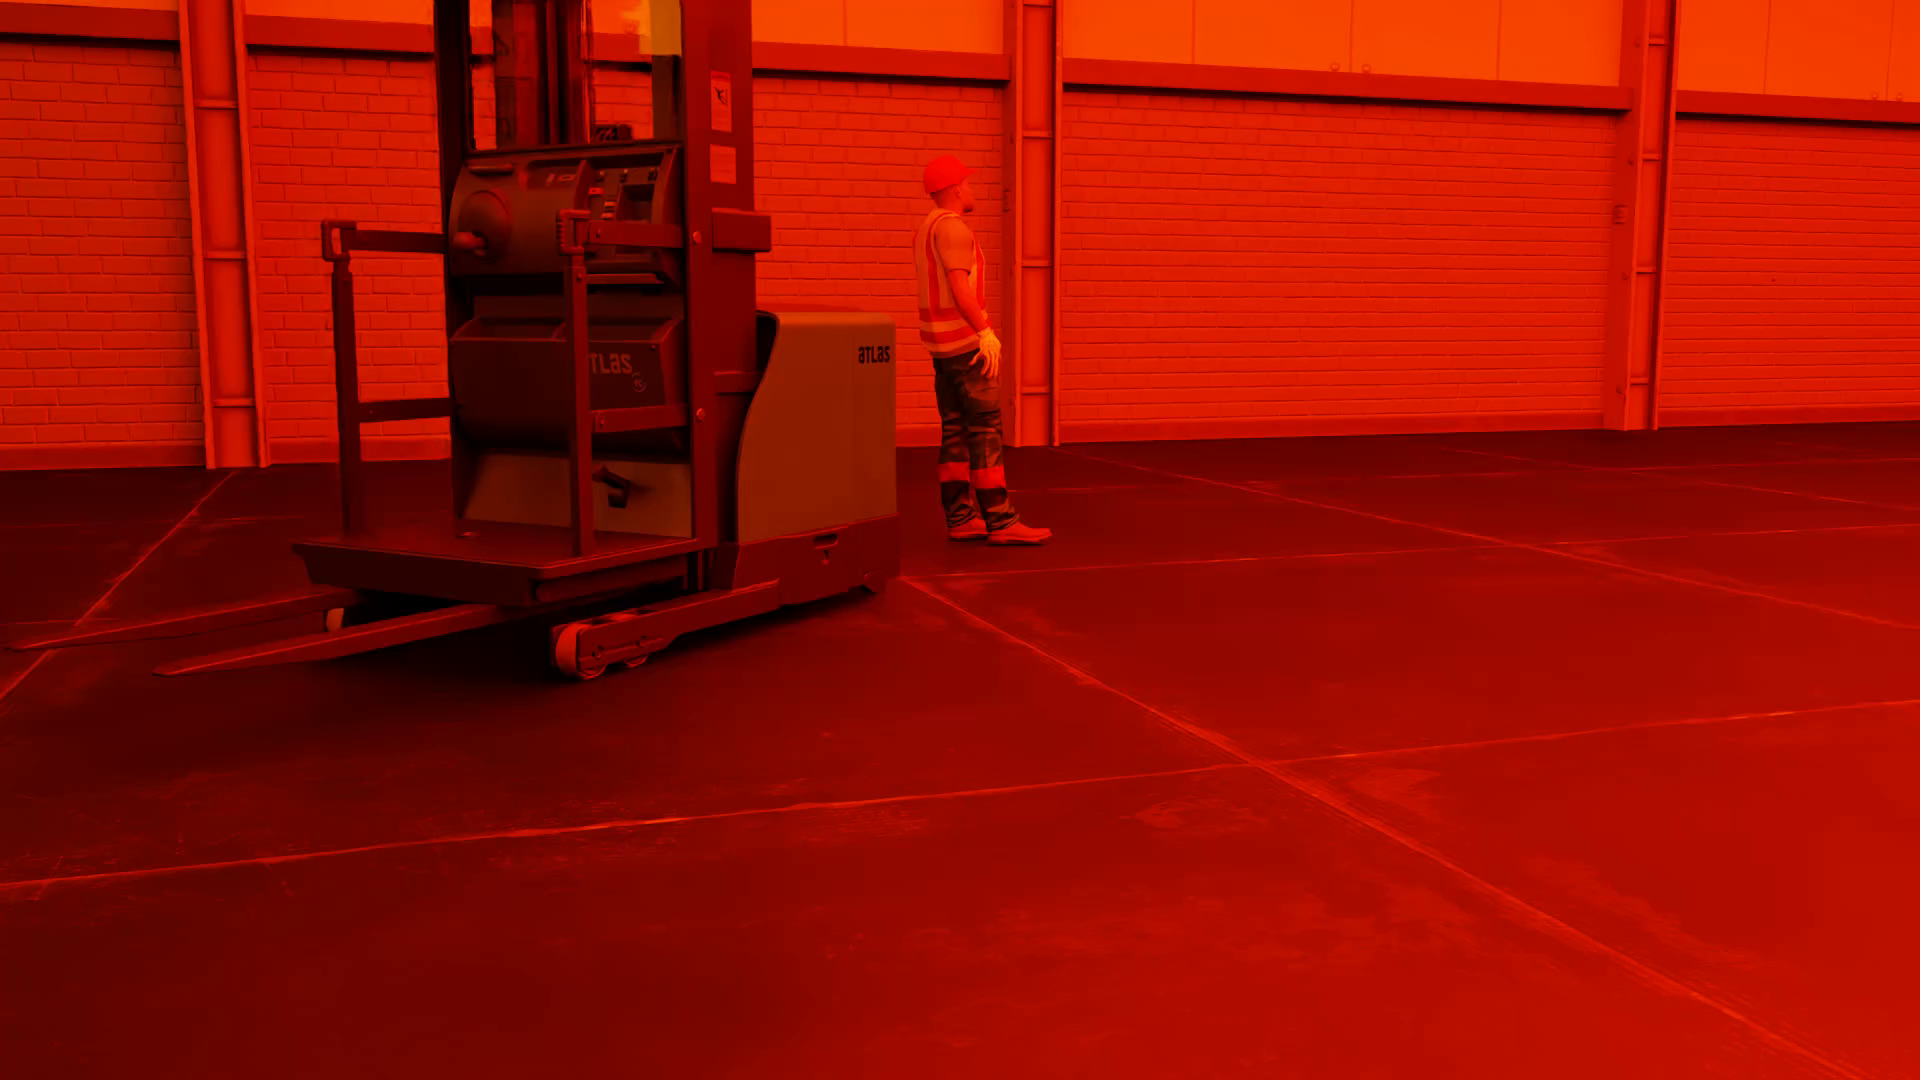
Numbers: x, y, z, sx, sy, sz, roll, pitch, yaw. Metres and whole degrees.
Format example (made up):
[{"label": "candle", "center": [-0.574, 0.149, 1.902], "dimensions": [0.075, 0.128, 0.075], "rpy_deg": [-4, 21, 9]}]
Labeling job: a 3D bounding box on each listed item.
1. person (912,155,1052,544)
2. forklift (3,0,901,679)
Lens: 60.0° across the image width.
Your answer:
[{"label": "person", "center": [0.079, -0.896, 7.817], "dimensions": [0.564, 1.787, 0.638], "rpy_deg": [-3, 8, -18]}, {"label": "forklift", "center": [-1.403, -1.112, 5.221], "dimensions": [1.130, 2.935, 3.031], "rpy_deg": [4, 9, 30]}]
